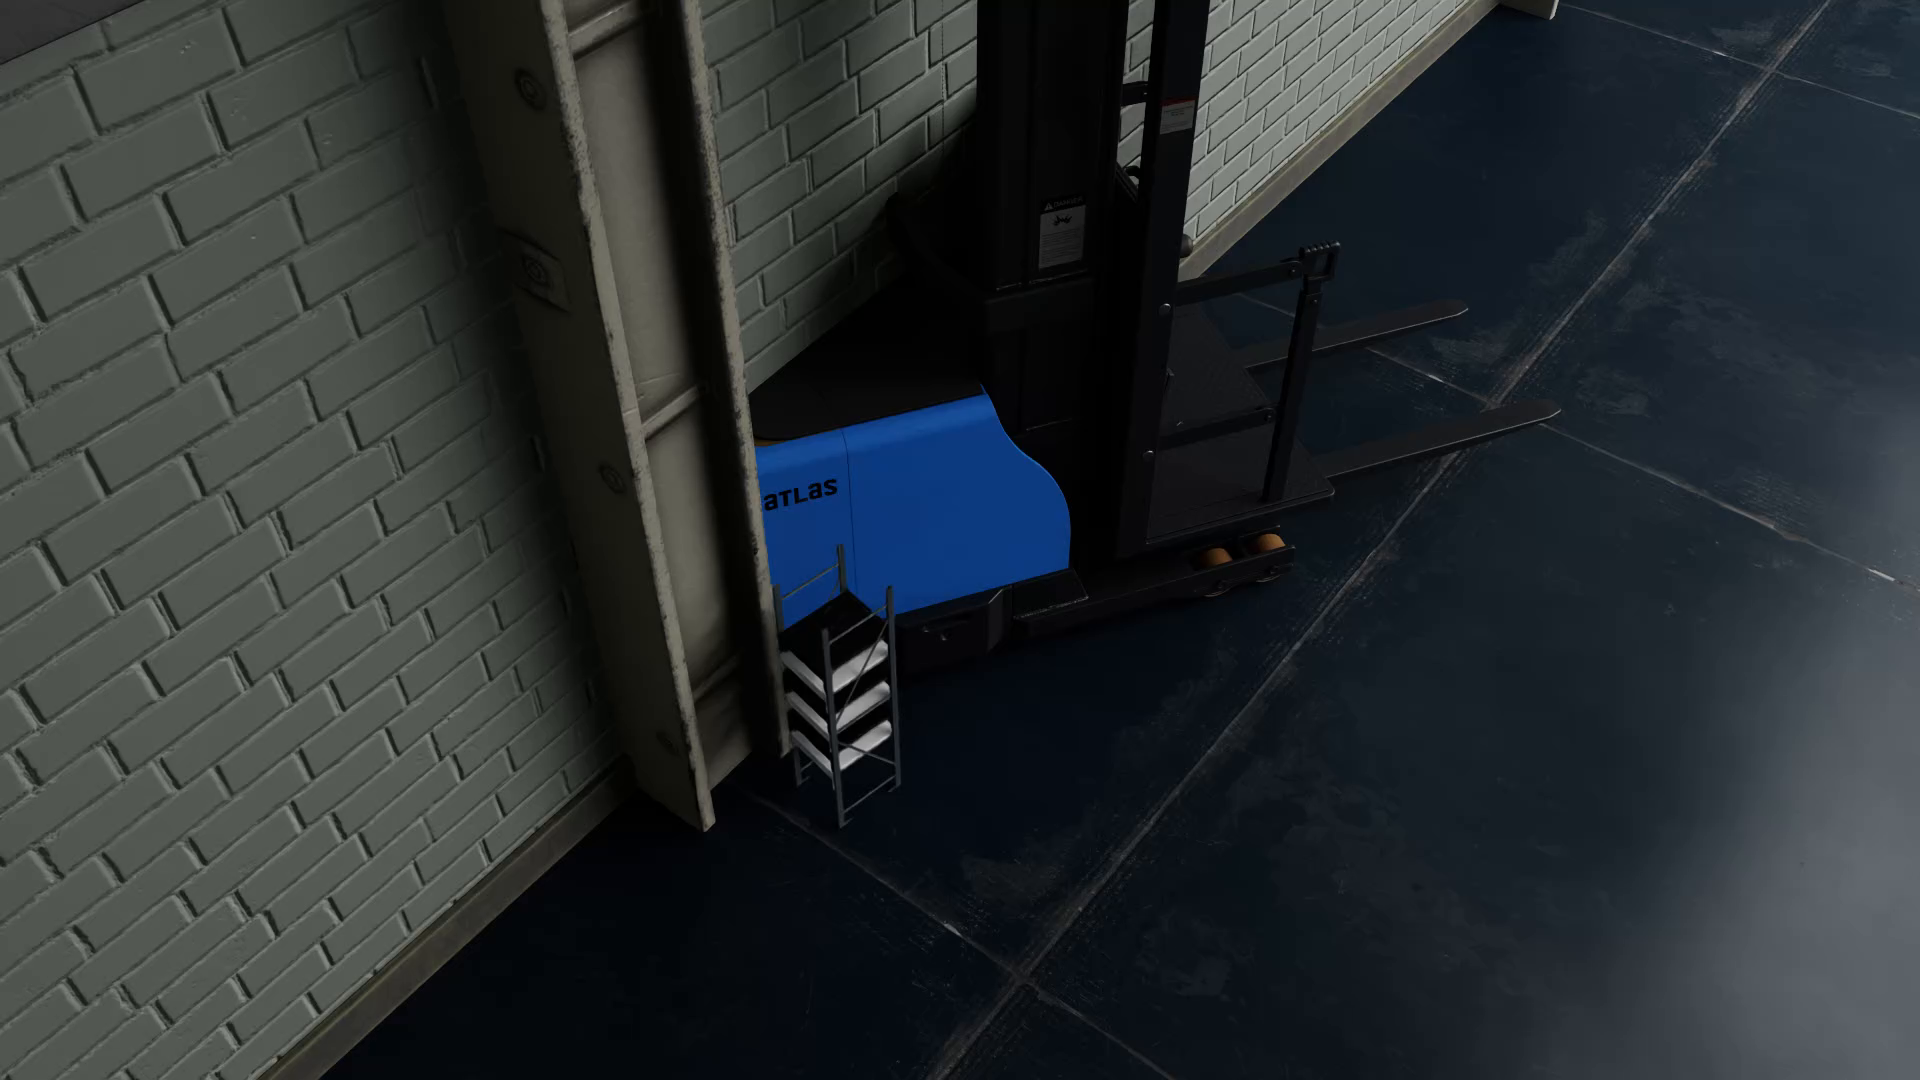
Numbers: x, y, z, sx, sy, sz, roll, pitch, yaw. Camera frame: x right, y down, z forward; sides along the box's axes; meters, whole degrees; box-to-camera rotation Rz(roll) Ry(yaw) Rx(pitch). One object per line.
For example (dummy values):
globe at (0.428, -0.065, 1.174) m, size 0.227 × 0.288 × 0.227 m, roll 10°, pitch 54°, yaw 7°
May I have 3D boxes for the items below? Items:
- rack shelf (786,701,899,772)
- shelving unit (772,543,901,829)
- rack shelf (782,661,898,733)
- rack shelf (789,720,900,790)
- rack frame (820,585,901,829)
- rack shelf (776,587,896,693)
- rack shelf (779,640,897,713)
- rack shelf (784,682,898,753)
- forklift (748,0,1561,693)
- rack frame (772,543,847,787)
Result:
rack shelf at (-0.337, 0.518, 4.803) m, size 0.258 × 0.077 × 0.200 m, roll -33°, pitch 55°, yaw -27°
shelving unit at (-0.337, 0.433, 4.713) m, size 0.258 × 0.900 × 0.210 m, roll -33°, pitch 55°, yaw -27°
rack shelf at (-0.337, 0.394, 4.672) m, size 0.258 × 0.077 × 0.200 m, roll -33°, pitch 55°, yaw -27°
rack shelf at (-0.338, 0.580, 4.868) m, size 0.258 × 0.077 × 0.200 m, roll -33°, pitch 55°, yaw -27°
rack frame at (-0.269, 0.488, 4.661) m, size 0.240 × 0.900 × 0.006 m, roll -33°, pitch 55°, yaw -27°
rack shelf at (-0.337, 0.270, 4.541) m, size 0.258 × 0.077 × 0.200 m, roll -33°, pitch 55°, yaw -27°
rack shelf at (-0.337, 0.332, 4.607) m, size 0.258 × 0.077 × 0.200 m, roll -33°, pitch 55°, yaw -27°
rack shelf at (-0.337, 0.456, 4.737) m, size 0.258 × 0.077 × 0.200 m, roll -33°, pitch 55°, yaw -27°
forklift at (0.592, -1.168, 4.839) m, size 3.031 × 2.935 × 1.130 m, roll -15°, pitch 48°, yaw -14°
rack frame at (-0.405, 0.378, 4.765) m, size 0.240 × 0.900 × 0.006 m, roll -33°, pitch 55°, yaw -27°
